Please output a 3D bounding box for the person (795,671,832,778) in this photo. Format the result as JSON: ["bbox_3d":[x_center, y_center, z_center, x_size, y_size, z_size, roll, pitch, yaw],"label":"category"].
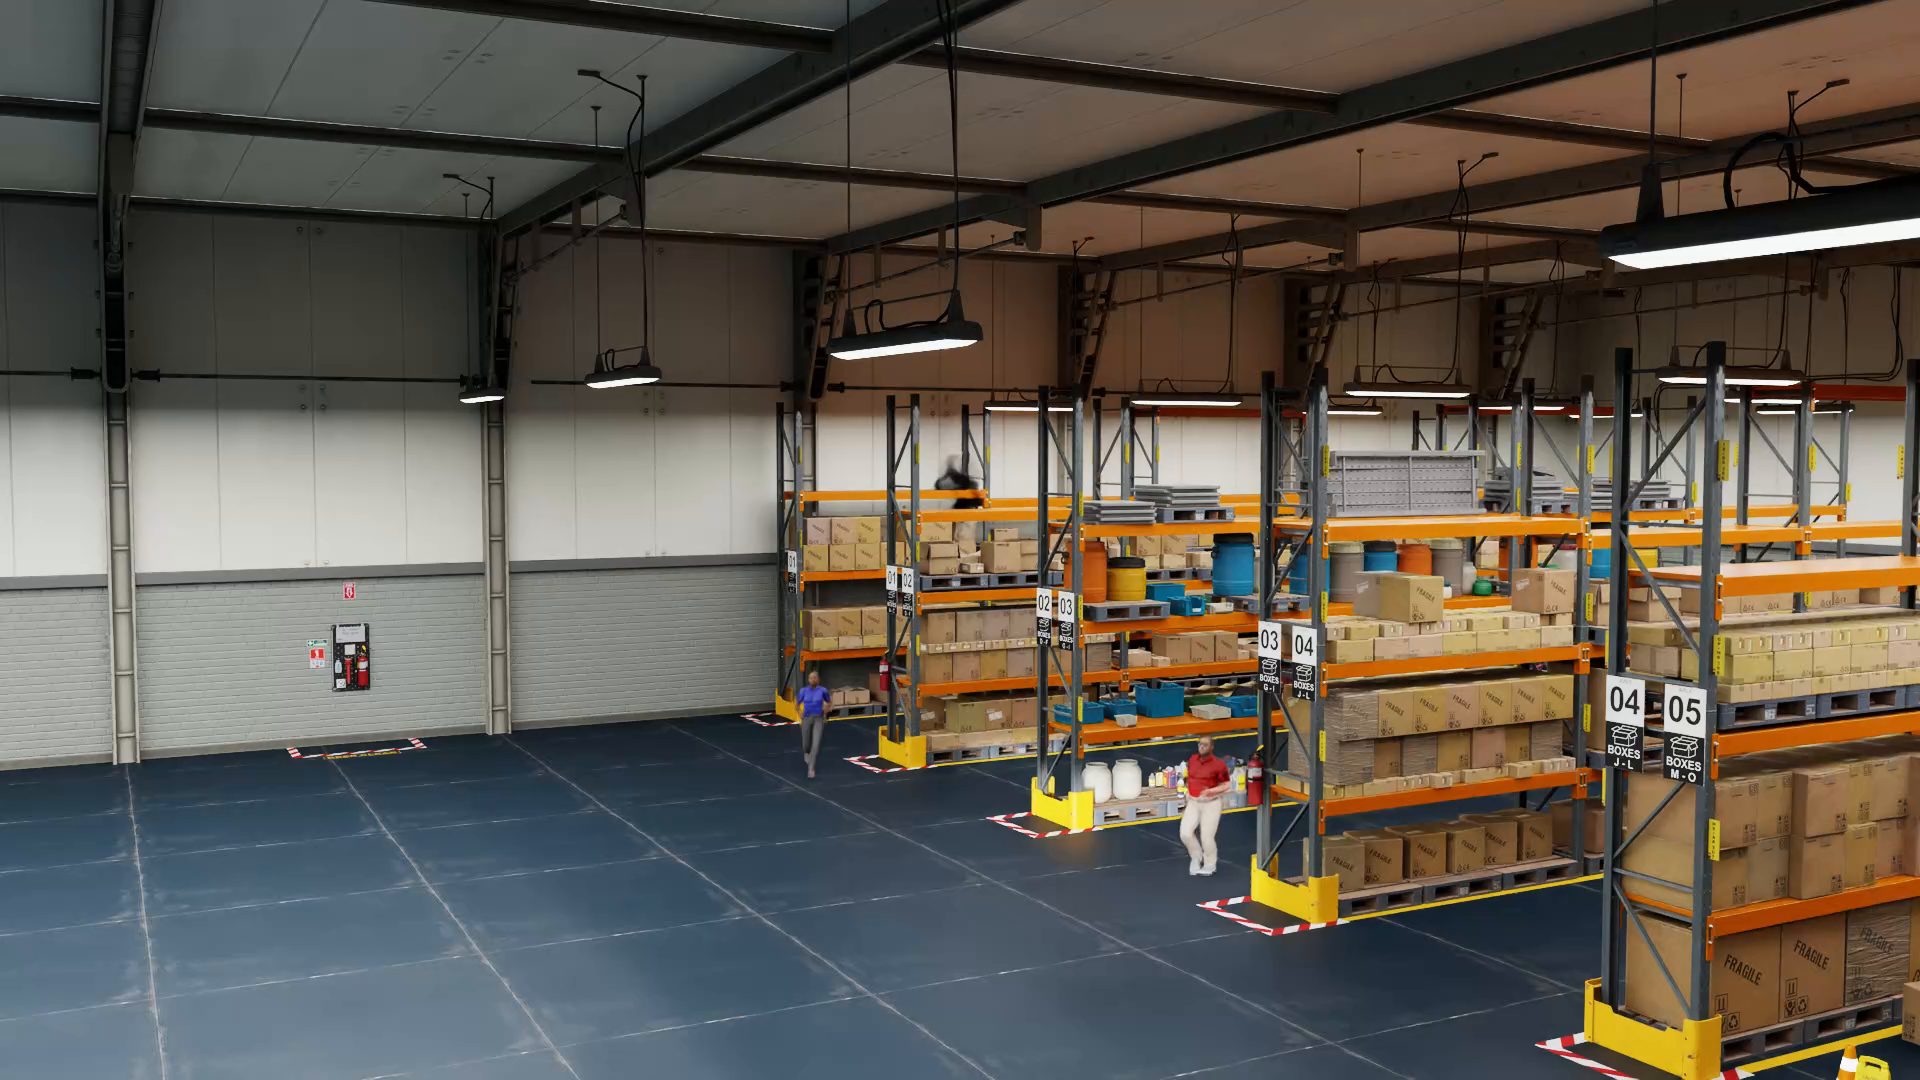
[{"bbox_3d":[-2.308,2.884,26.228,0.582,1.651,0.778,0,3,-4],"label":"person"}]

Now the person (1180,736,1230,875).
[{"bbox_3d":[2.891,3.201,19.927,0.670,1.709,0.647,2,4,37],"label":"person"}]
